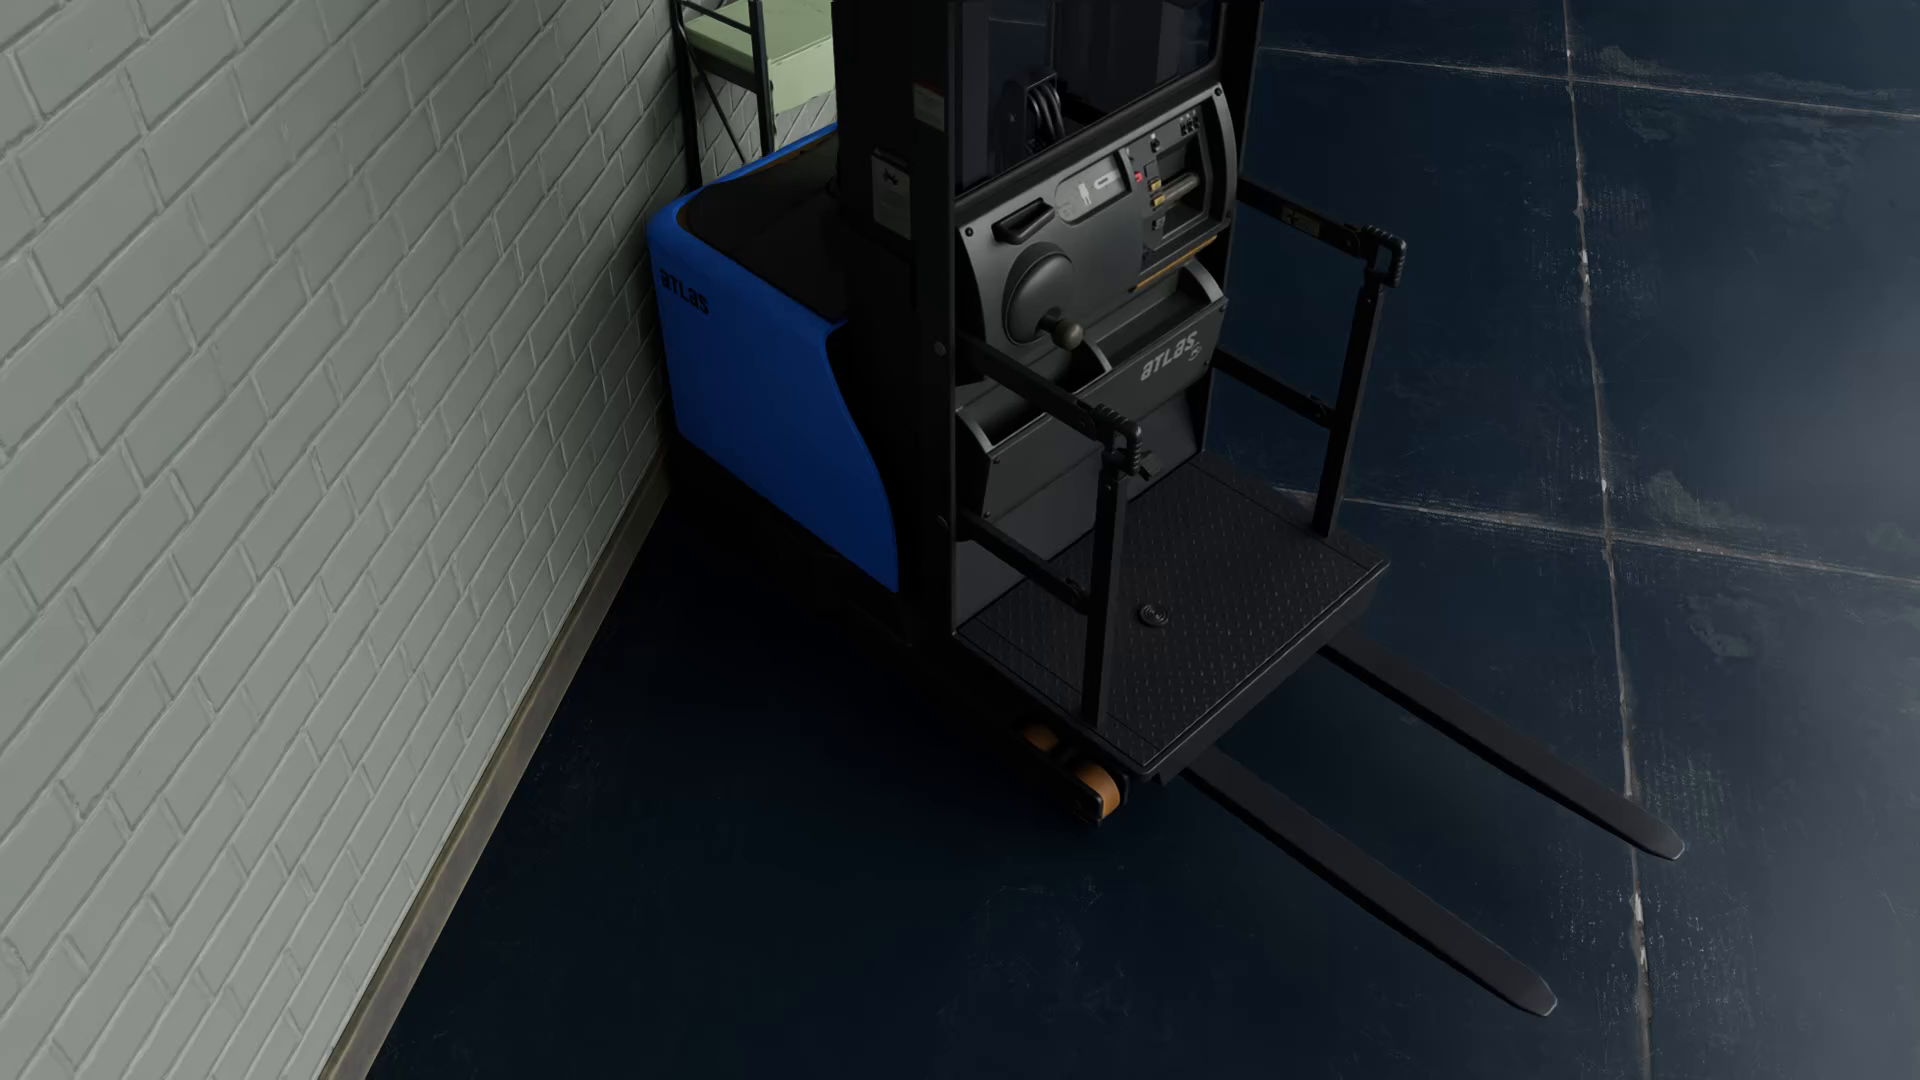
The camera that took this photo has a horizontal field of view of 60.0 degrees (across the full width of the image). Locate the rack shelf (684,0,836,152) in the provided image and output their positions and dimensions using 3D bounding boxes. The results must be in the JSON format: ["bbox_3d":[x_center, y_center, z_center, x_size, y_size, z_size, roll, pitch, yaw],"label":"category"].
[{"bbox_3d":[-0.450,-1.487,5.124,0.431,0.370,0.720,32,50,31],"label":"rack shelf"}]

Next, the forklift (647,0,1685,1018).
[{"bbox_3d":[0.500,-0.710,3.874,3.031,2.935,1.130,35,54,31],"label":"forklift"}]

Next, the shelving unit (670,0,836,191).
[{"bbox_3d":[-0.449,-1.194,5.382,0.431,1.500,0.755,32,50,31],"label":"shelving unit"}]

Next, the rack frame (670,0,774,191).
[{"bbox_3d":[-0.698,-1.016,5.182,0.400,1.500,0.023,32,50,31],"label":"rack frame"}]
